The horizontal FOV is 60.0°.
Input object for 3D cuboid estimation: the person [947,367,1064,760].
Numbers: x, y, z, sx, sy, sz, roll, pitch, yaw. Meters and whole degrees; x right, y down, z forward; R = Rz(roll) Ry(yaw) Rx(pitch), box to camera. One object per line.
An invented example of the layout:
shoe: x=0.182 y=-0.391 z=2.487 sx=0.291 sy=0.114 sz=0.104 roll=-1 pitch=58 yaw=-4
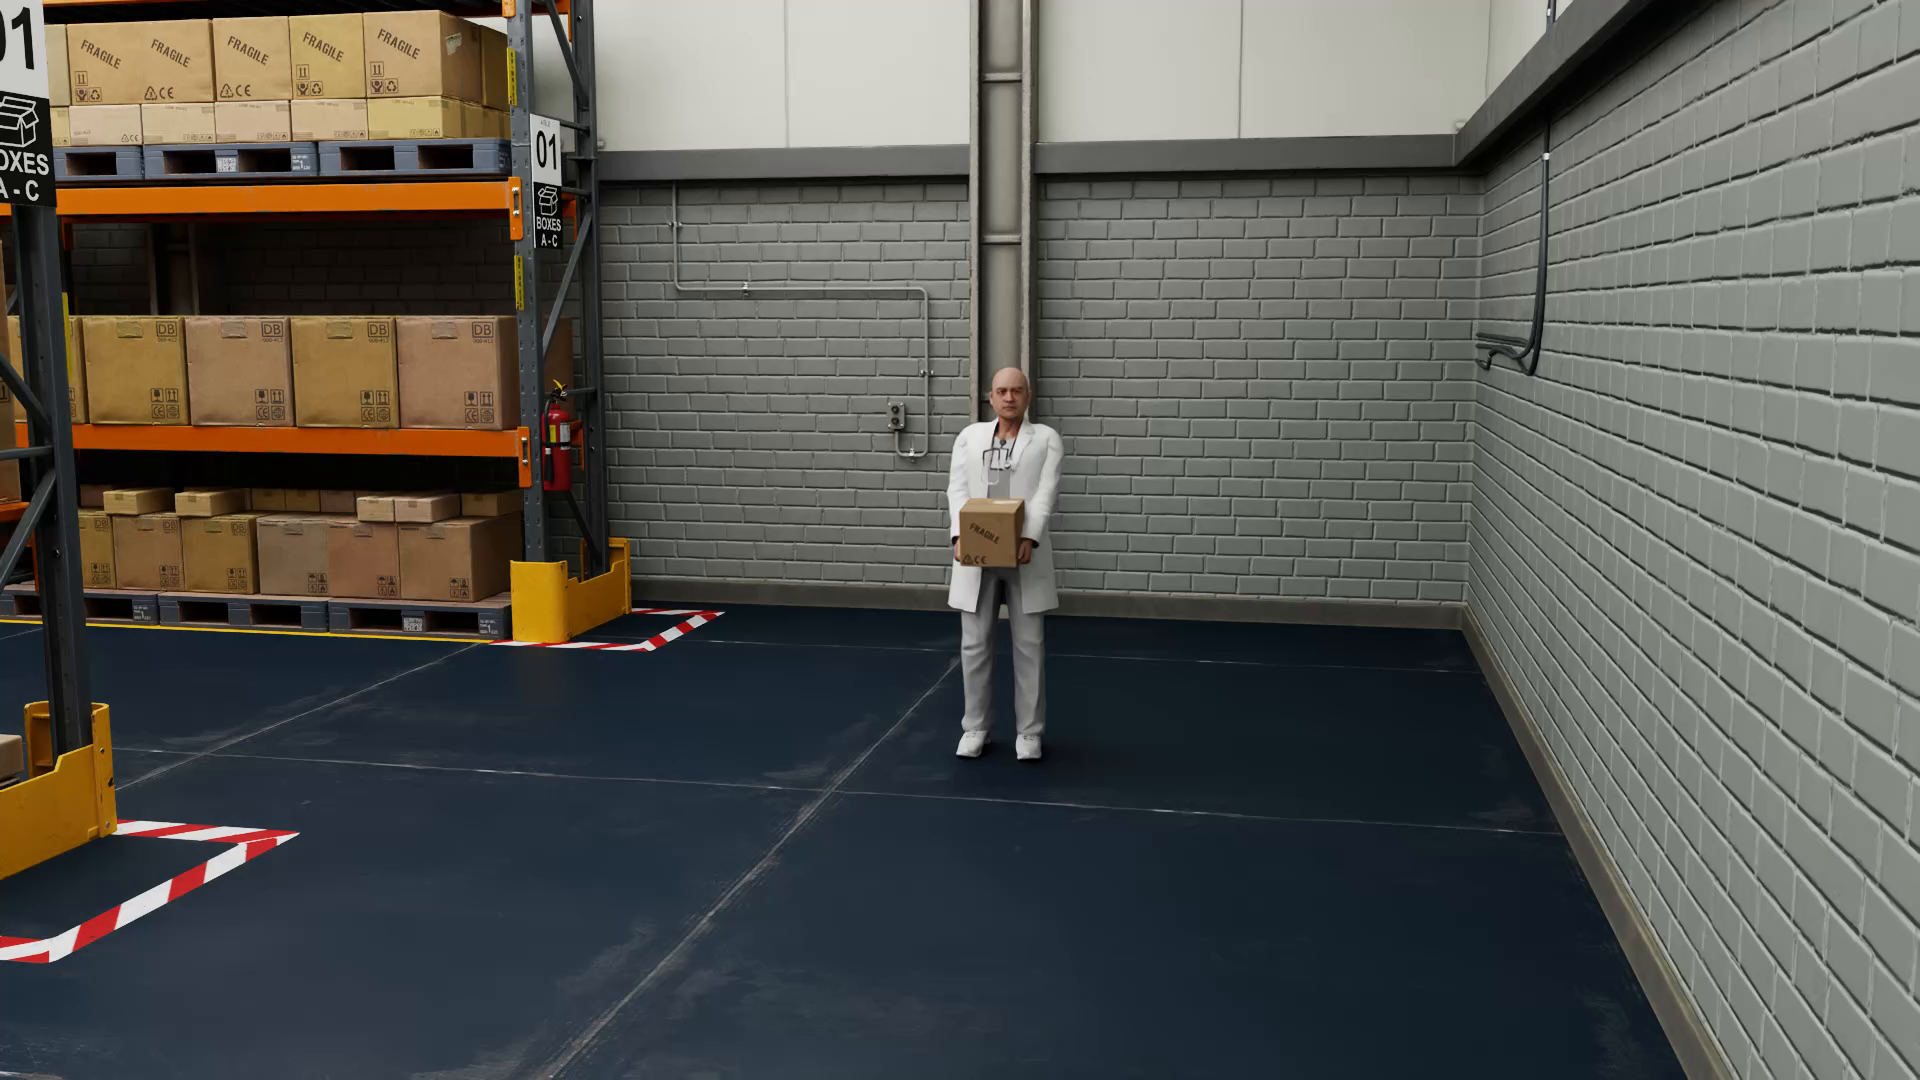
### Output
person: x=0.188 y=0.115 z=7.539 sx=0.526 sy=1.777 sz=0.543 roll=2 pitch=8 yaw=12
